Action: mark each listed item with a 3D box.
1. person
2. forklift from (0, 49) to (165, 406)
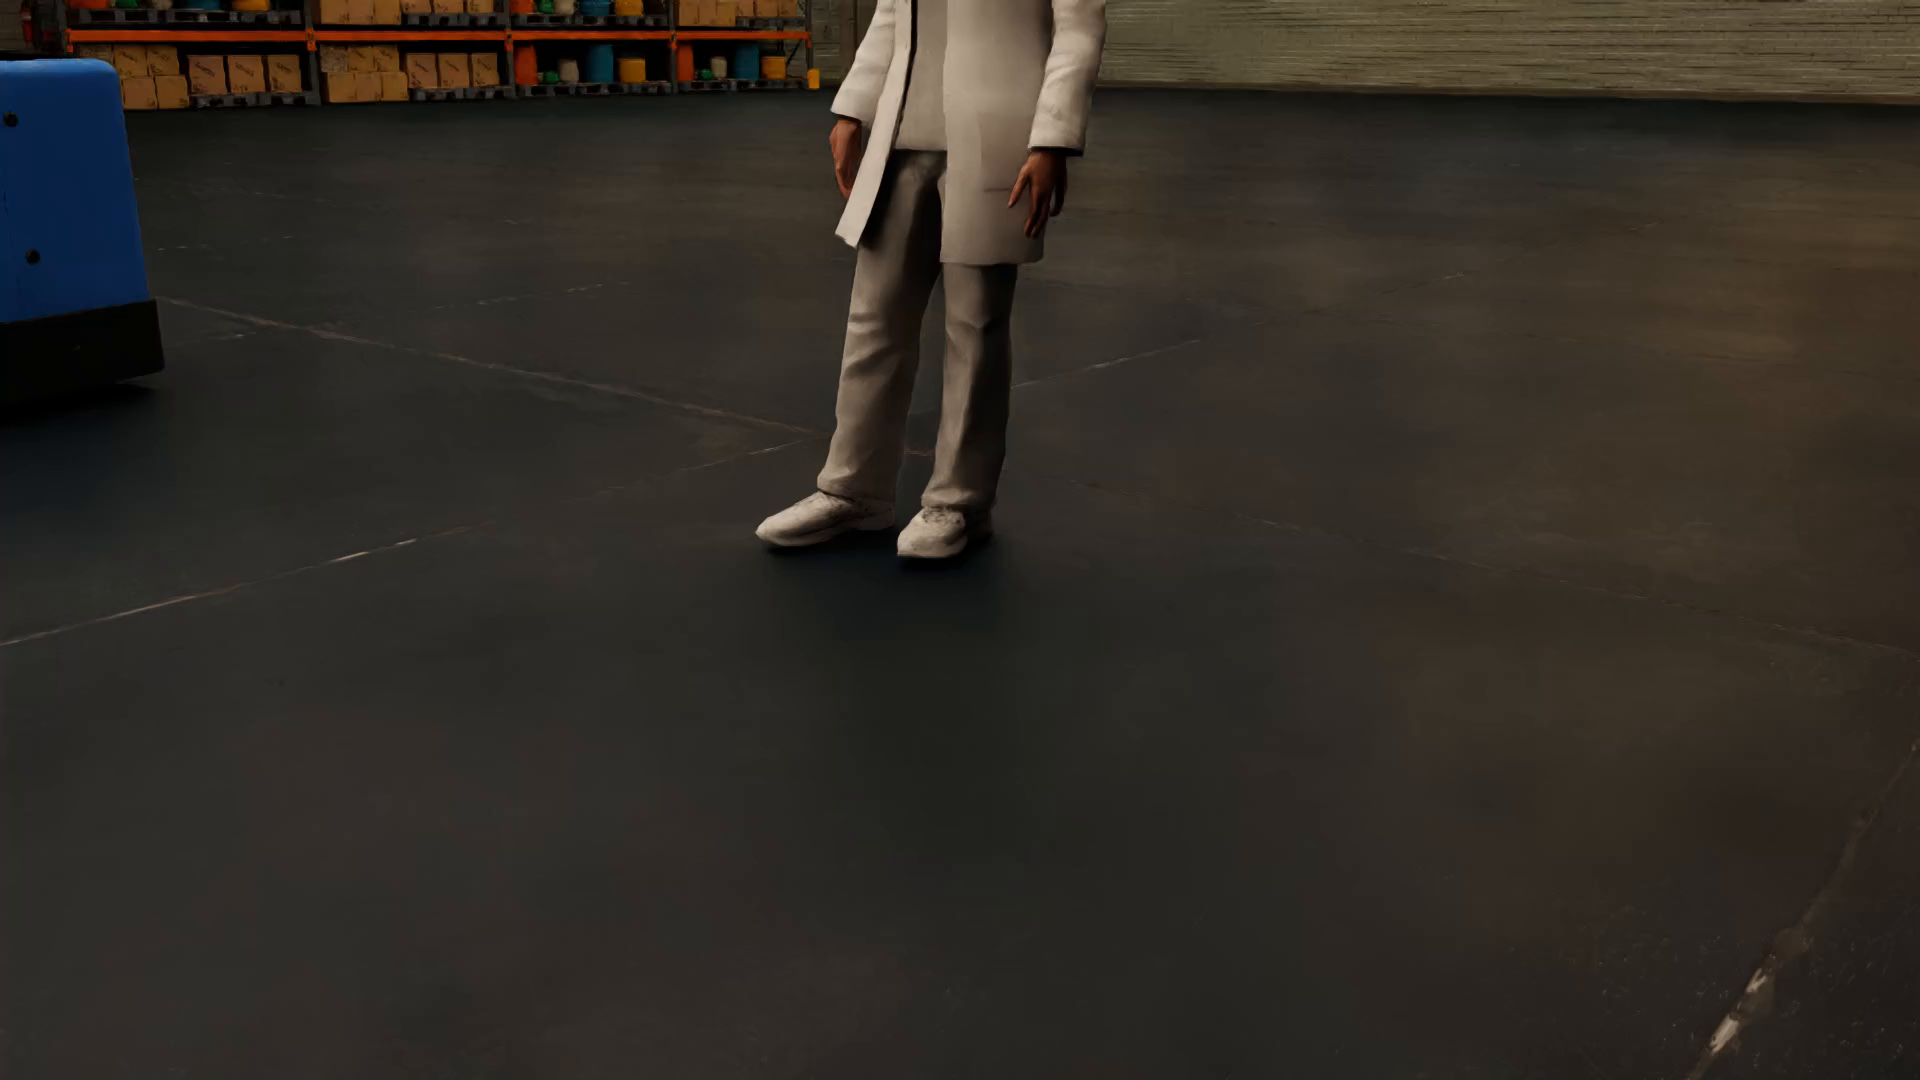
[{"bbox_3d":[-0.062,-0.838,3.617,0.694,1.776,0.579,13,21,37],"label":"person"},{"bbox_3d":[-4.227,-1.959,5.350,3.031,2.935,1.130,8,18,23],"label":"forklift"}]
